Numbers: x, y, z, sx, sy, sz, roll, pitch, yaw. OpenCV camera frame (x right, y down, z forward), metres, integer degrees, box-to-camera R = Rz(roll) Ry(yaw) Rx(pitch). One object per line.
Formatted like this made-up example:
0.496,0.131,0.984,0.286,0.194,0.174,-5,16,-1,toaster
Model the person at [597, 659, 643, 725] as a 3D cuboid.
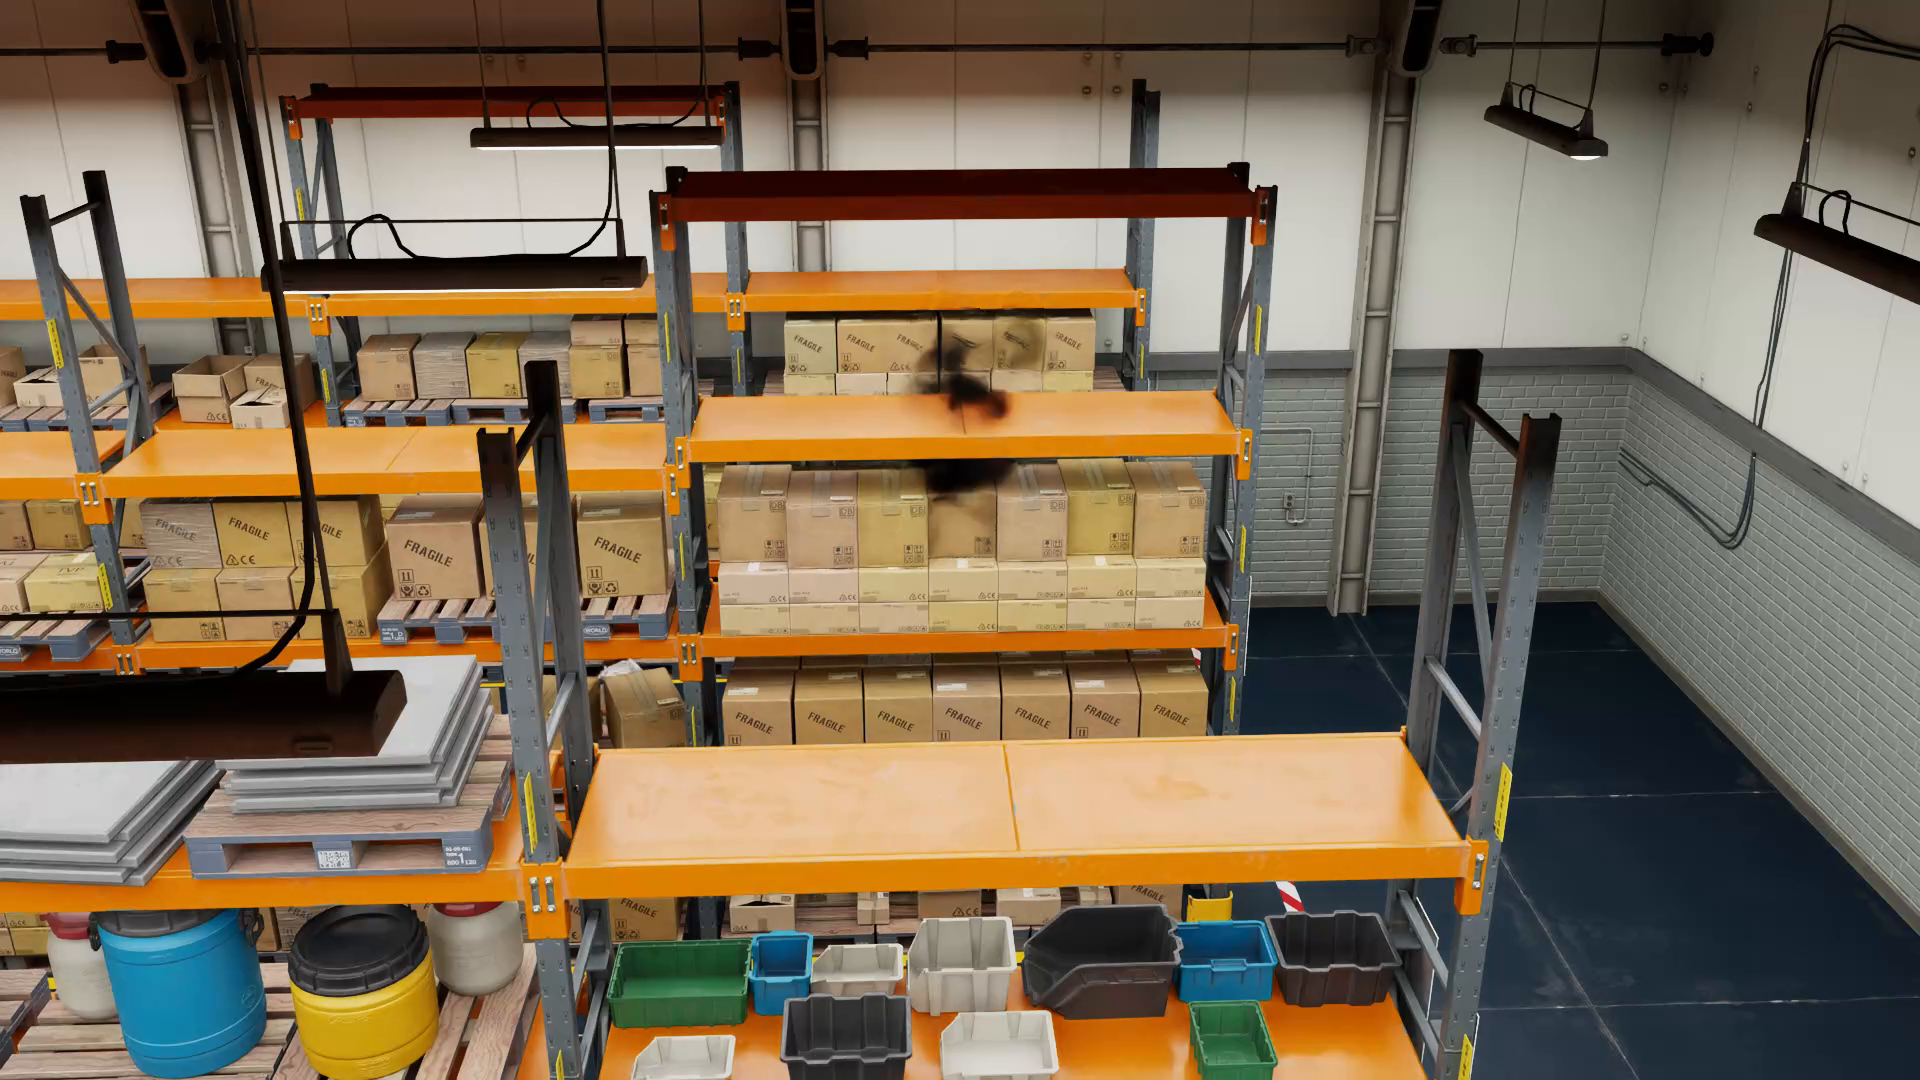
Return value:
-2.996,1.580,14.381,0.629,1.638,0.584,-5,23,-11,person
